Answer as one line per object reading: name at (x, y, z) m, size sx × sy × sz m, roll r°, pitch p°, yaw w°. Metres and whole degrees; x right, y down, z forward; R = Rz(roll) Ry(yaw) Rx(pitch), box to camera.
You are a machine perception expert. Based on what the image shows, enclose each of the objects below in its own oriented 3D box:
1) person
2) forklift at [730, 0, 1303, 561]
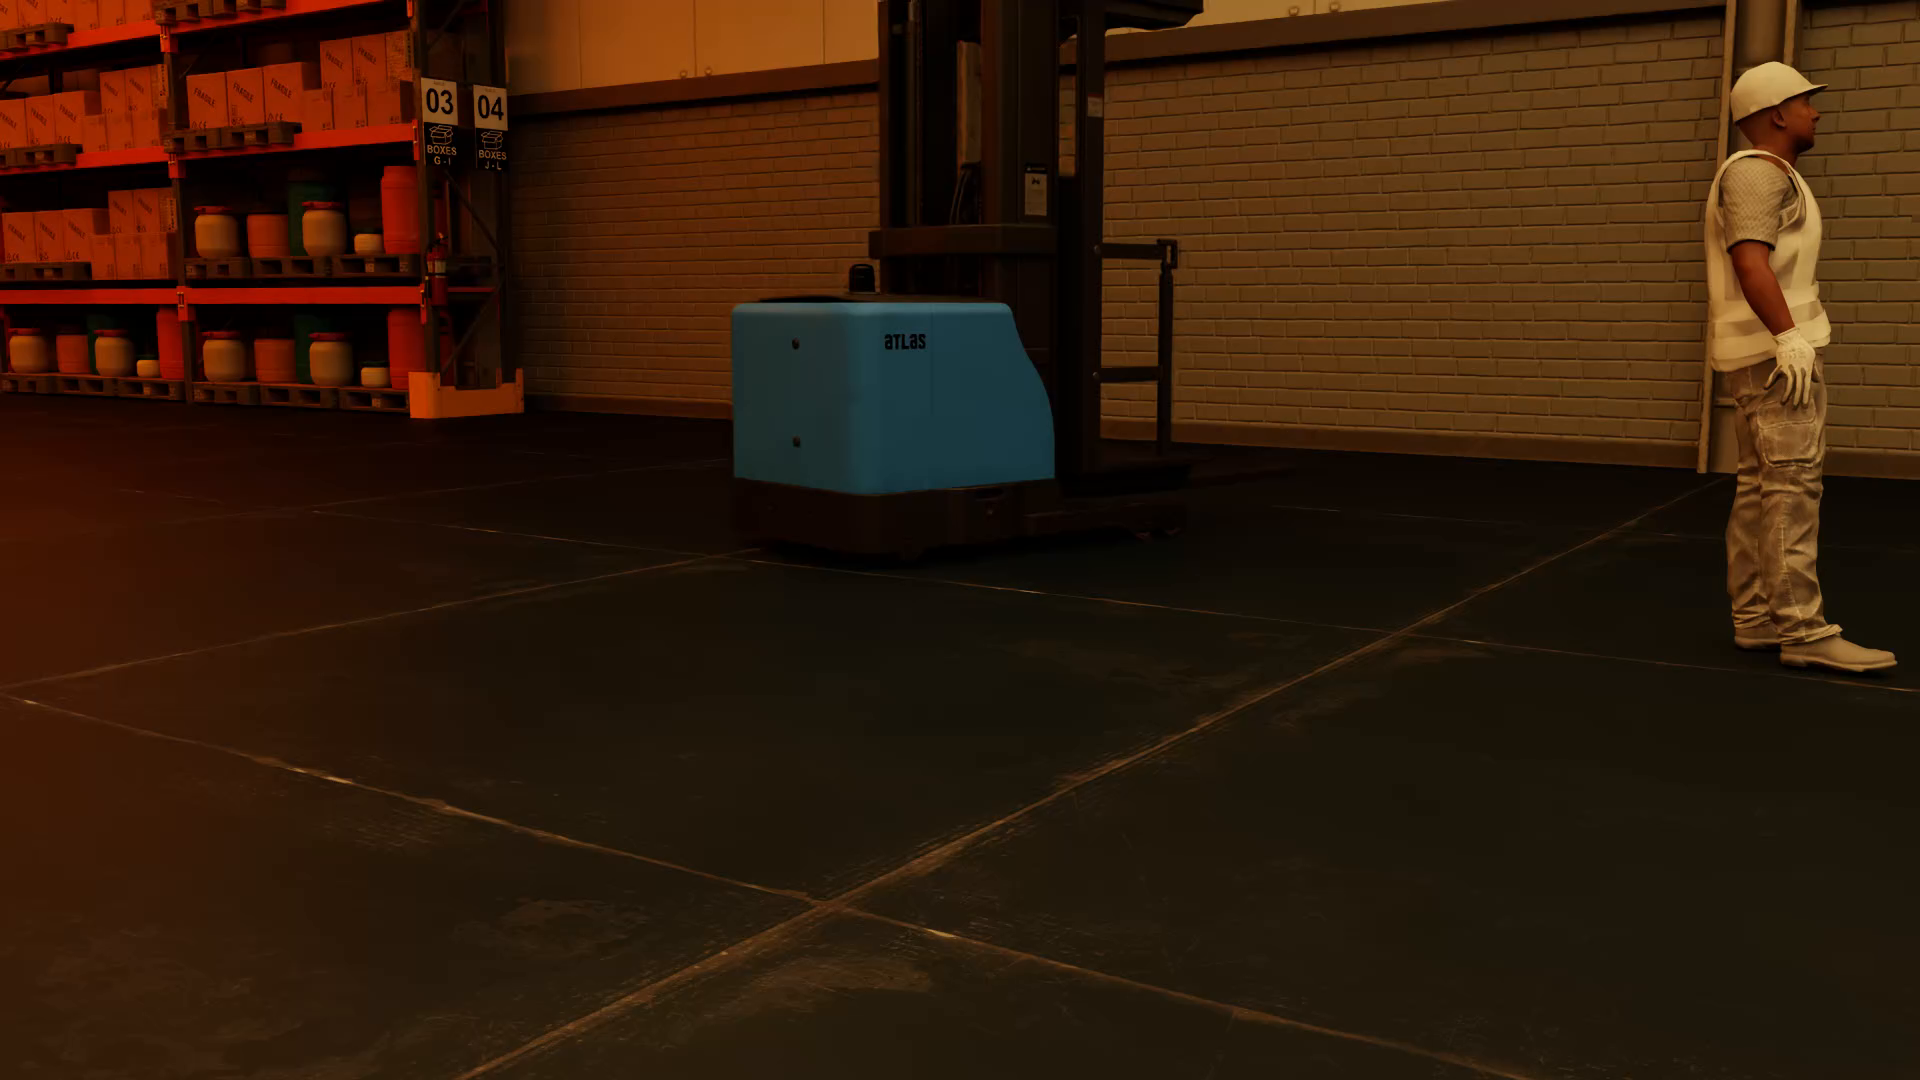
person at (2.542, -0.542, 5.032) m, size 0.578 × 1.781 × 0.656 m, roll 3°, pitch 9°, yaw 23°
forklift at (0.428, -1.510, 7.812) m, size 3.031 × 2.935 × 1.130 m, roll -7°, pitch 11°, yaw -40°
